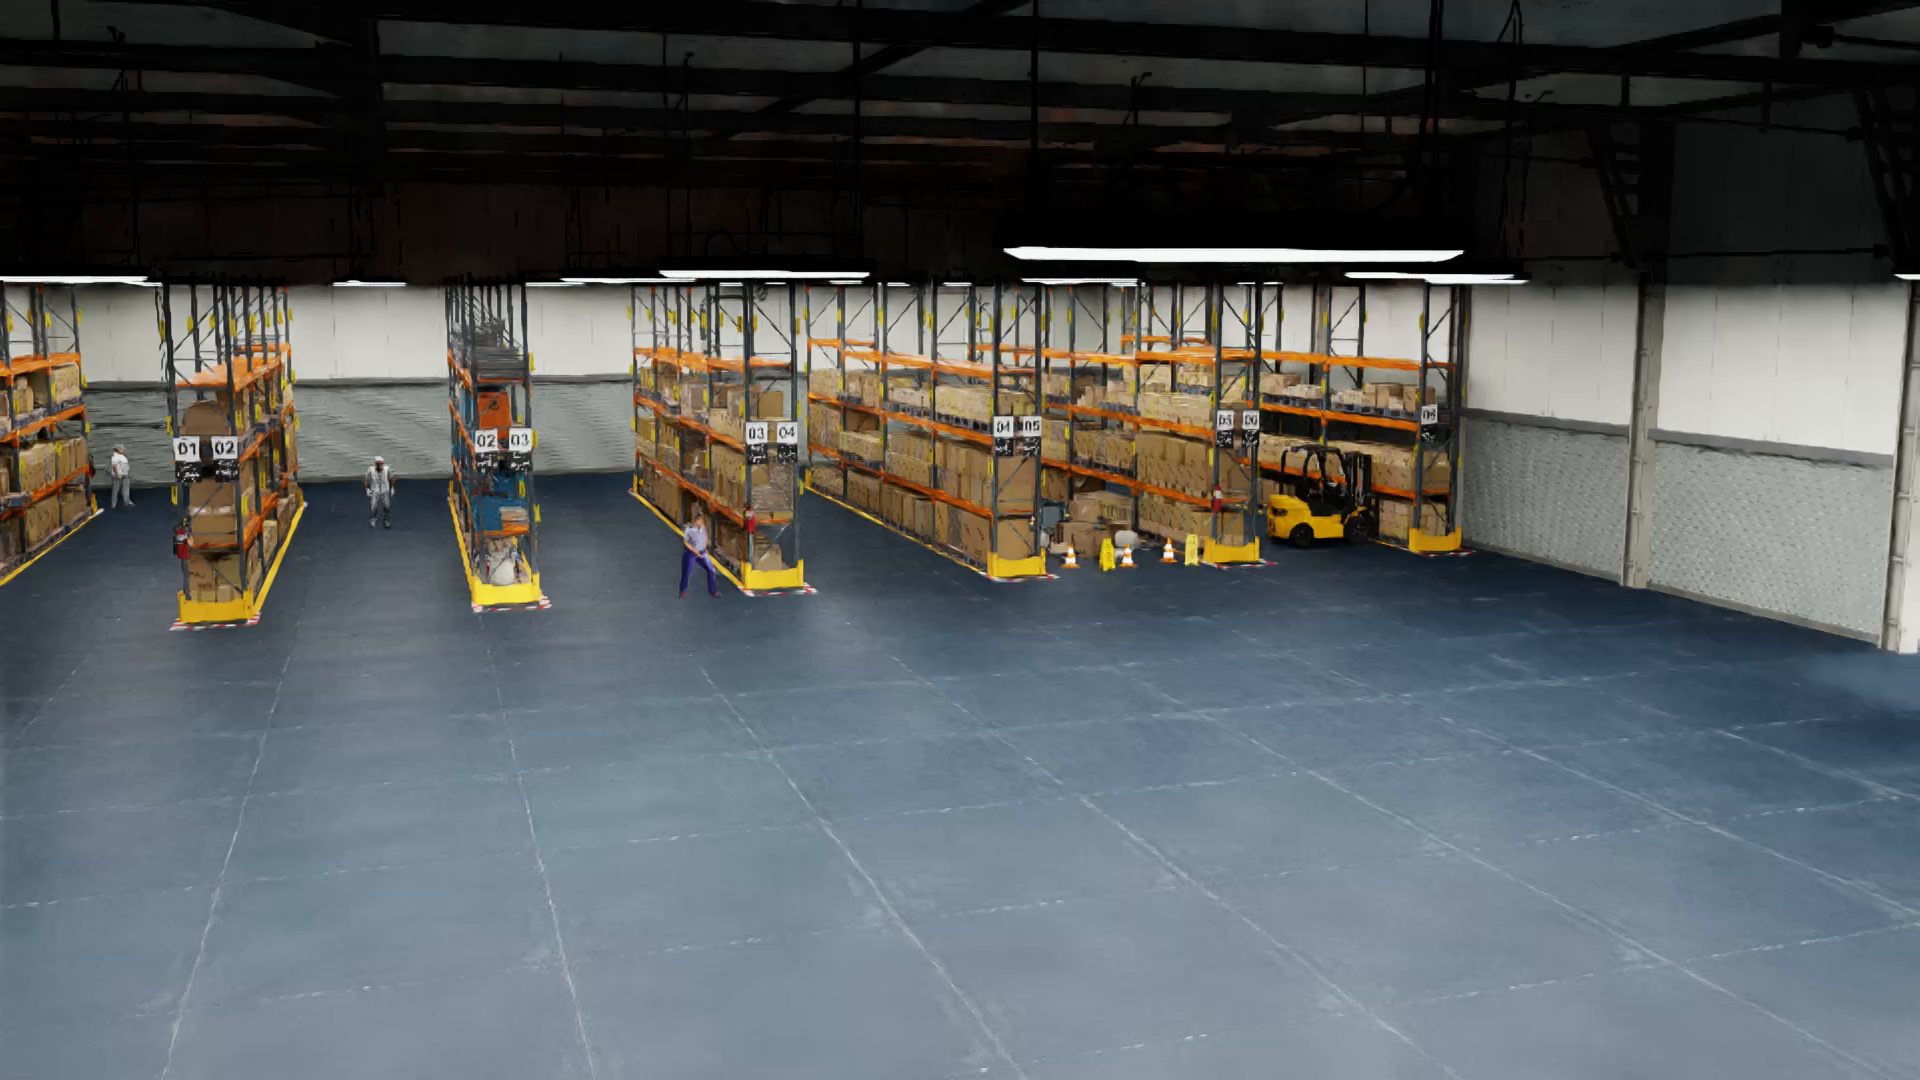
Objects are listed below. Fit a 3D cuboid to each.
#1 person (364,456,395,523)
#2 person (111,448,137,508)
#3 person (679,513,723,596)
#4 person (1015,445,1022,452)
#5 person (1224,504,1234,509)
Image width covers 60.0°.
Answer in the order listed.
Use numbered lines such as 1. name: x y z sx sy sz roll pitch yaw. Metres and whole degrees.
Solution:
1. person: -14.005 -1.206 40.145 0.702 1.671 0.541 -3 9 -20
2. person: -22.120 -1.686 43.786 0.485 1.650 0.619 1 9 7
3. person: -4.898 0.271 31.023 0.662 1.589 0.782 -7 11 -38
4. person: 1.530 -1.597 42.818 0.581 1.725 0.444 7 11 40
5. person: 6.305 -1.013 38.918 0.366 1.603 0.525 2 9 12
